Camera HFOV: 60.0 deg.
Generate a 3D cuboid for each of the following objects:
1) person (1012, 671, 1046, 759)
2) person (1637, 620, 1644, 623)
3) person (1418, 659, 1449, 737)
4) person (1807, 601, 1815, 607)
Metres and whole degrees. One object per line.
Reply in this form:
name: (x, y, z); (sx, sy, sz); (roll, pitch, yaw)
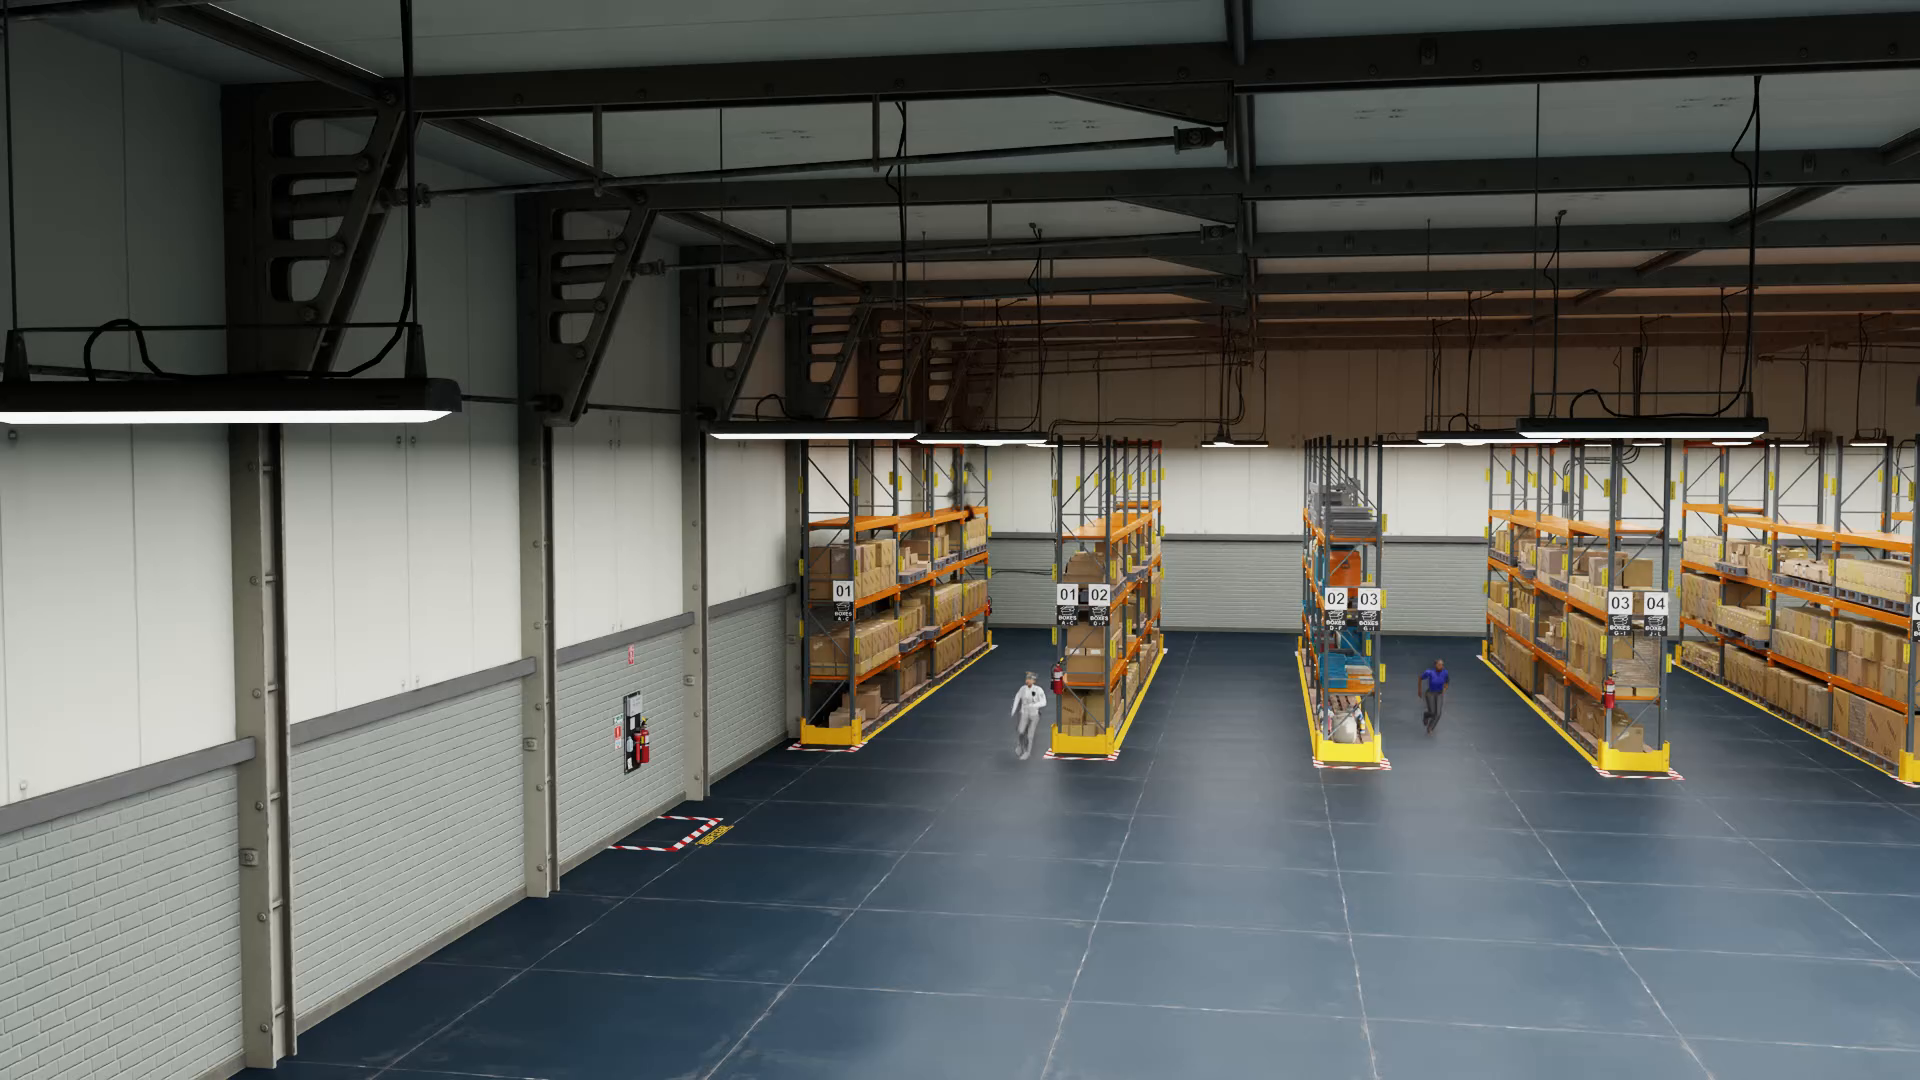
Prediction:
person: (1.266, 3.245, 30.751); (0.687, 1.654, 0.580); (1, 3, 11)
person: (18.412, 2.443, 45.002); (0.535, 1.698, 0.680); (-2, 4, -38)
person: (9.500, 3.150, 33.316); (0.563, 1.586, 0.696); (-1, 3, -11)
person: (23.378, 2.391, 45.680); (0.602, 1.742, 0.657); (0, 3, -7)
